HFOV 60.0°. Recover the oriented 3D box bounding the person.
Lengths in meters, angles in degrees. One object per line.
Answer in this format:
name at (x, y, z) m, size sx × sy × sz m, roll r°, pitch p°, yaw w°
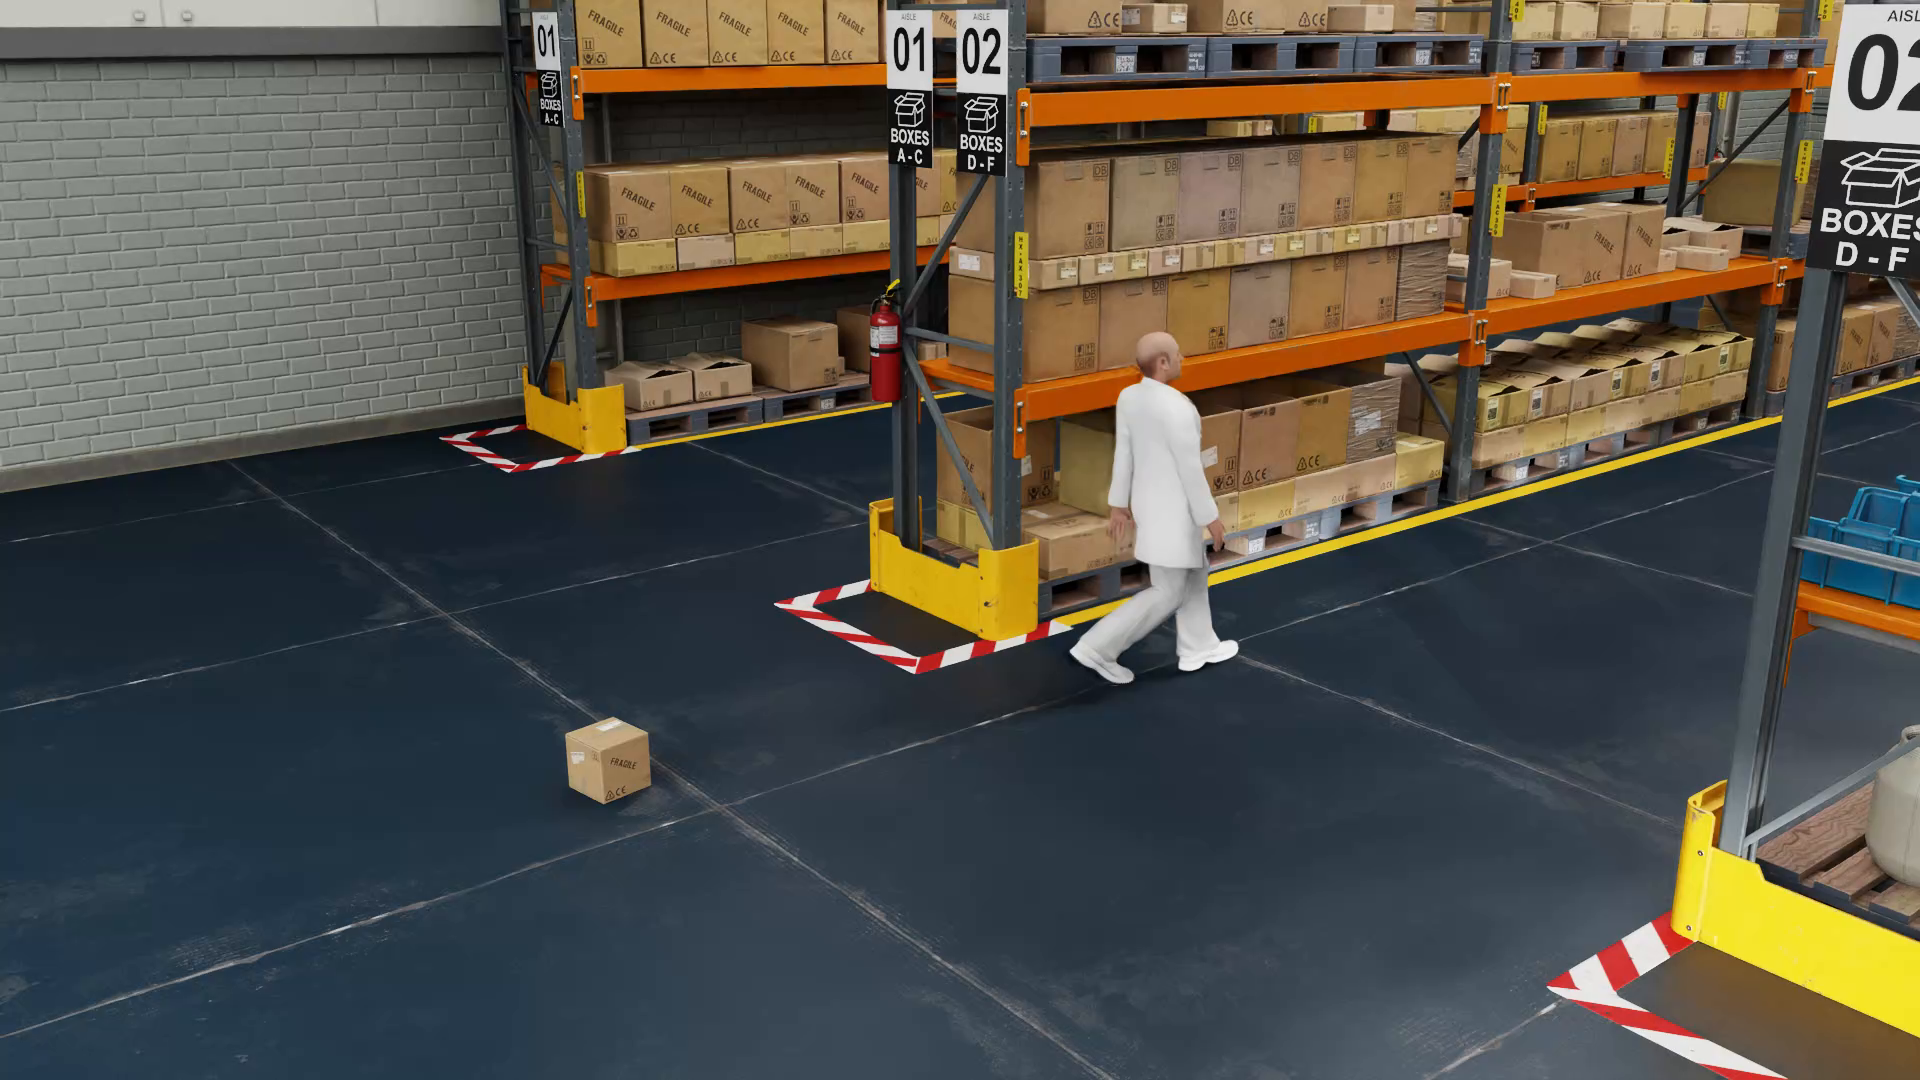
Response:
person at (0.975, -0.144, 8.023) m, size 1.042 × 1.732 × 0.618 m, roll -7°, pitch 19°, yaw -20°
